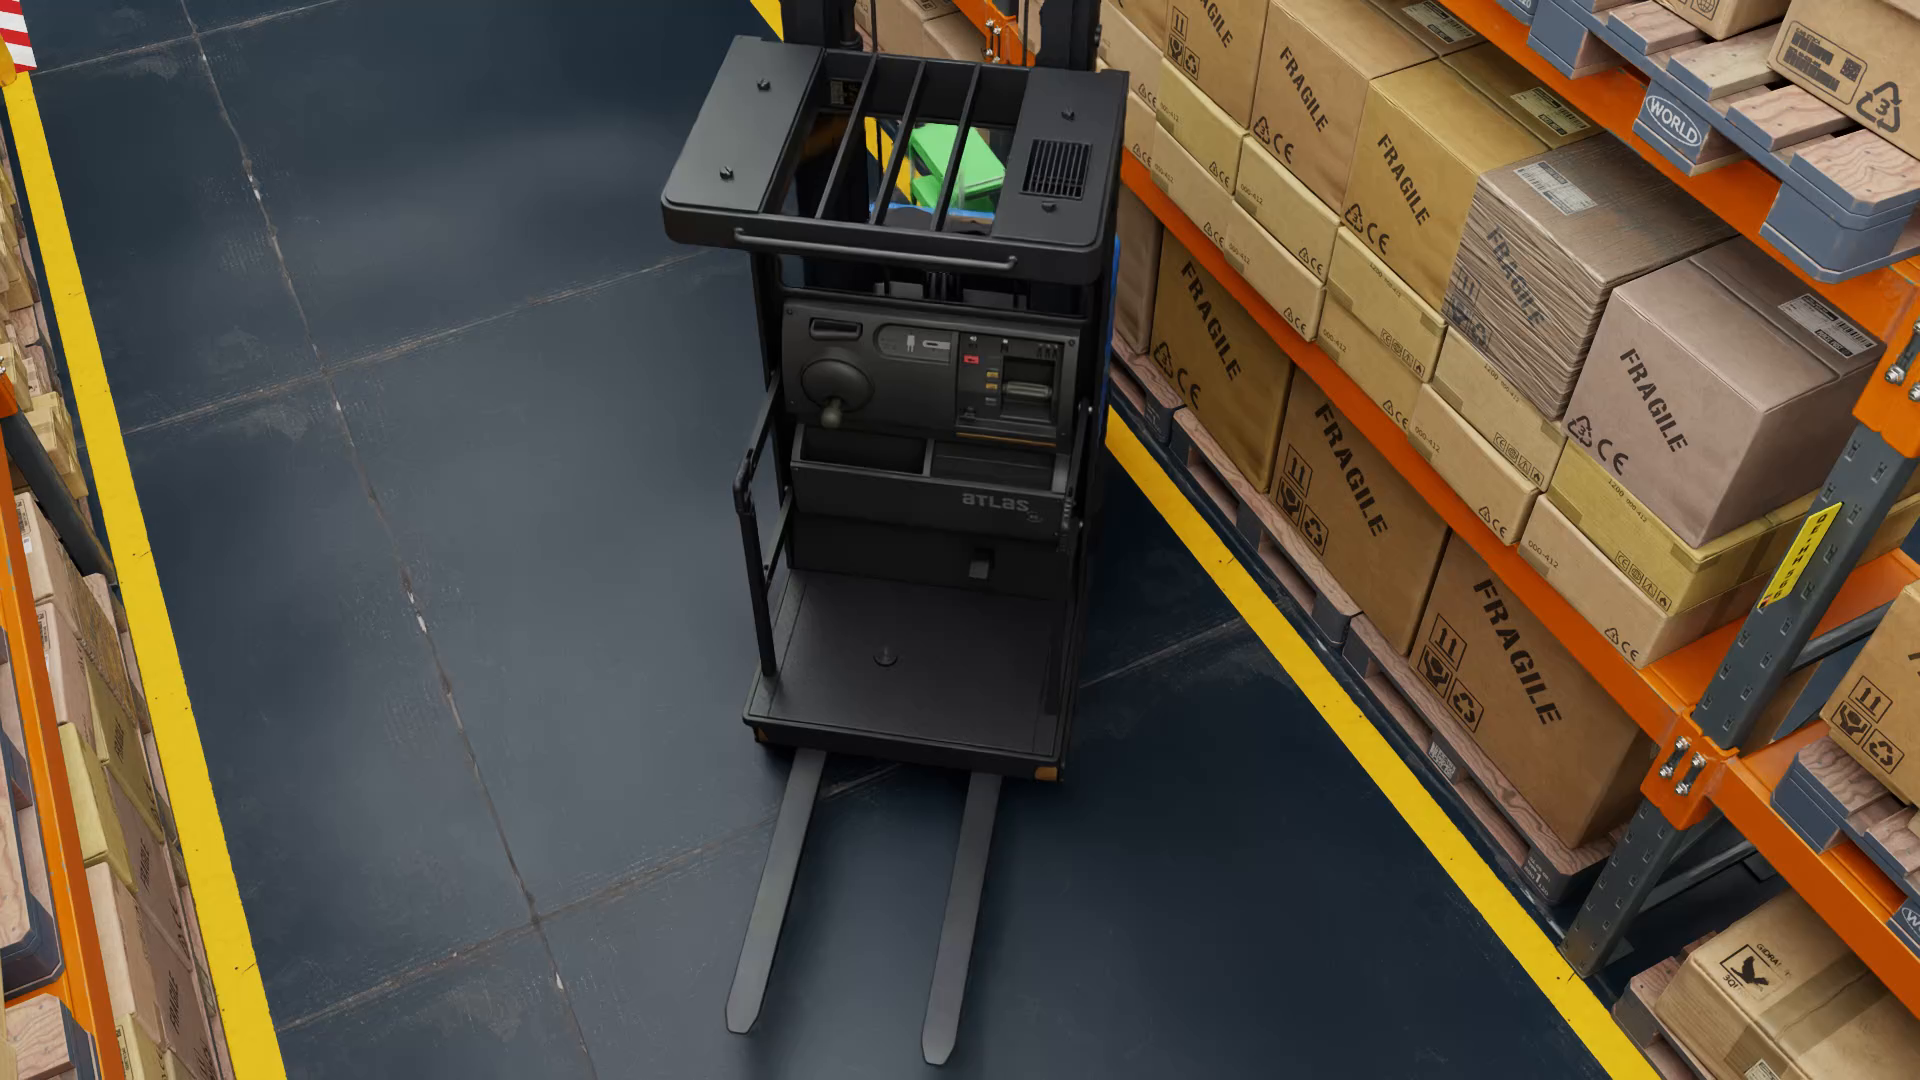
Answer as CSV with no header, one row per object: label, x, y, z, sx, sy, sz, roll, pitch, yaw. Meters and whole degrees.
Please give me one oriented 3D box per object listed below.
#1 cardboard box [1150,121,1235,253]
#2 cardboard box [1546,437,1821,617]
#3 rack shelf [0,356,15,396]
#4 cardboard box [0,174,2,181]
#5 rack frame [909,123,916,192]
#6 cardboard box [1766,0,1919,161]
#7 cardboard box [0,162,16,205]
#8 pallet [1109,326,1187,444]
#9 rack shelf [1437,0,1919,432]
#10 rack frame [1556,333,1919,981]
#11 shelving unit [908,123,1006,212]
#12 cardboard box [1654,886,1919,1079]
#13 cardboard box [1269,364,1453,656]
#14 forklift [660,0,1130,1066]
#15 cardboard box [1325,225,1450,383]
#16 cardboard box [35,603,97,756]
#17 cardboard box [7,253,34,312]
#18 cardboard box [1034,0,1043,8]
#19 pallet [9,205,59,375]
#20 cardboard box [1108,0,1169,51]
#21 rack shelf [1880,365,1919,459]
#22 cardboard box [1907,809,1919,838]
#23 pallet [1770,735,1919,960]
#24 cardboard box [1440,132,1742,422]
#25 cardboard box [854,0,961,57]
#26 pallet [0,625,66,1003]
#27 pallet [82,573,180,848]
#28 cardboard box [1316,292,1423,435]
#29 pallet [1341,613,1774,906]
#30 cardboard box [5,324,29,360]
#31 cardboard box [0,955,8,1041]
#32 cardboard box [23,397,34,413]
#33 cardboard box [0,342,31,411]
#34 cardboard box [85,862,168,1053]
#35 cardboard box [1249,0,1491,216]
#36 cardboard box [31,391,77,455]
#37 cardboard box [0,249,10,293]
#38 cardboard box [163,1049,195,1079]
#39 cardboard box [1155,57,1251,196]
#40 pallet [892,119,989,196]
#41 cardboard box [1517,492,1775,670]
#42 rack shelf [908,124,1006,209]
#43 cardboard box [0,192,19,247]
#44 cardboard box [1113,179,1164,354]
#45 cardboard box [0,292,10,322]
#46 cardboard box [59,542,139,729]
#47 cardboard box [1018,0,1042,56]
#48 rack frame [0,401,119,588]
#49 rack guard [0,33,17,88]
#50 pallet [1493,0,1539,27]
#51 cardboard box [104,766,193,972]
cardboard box,1.026,-1.321,5.904,0.500,0.250,0.500,-22,52,-18
cardboard box,1.984,-0.124,4.526,0.500,0.250,0.500,-21,52,-18
rack shelf,-4.669,-1.779,6.683,1.077,0.370,4.000,-21,52,-18
cardboard box,-4.602,-1.707,7.561,0.380,0.149,0.250,-20,52,-17
rack frame,-0.093,-1.370,7.043,0.240,1.200,0.015,-19,51,-16
cardboard box,2.125,-1.133,3.300,0.797,0.503,0.637,-24,53,-20
cardboard box,-4.609,-1.620,7.682,0.380,0.149,0.250,-23,53,-19
pallet,1.021,-1.041,7.413,1.003,0.211,1.213,-21,52,-18
rack shelf,1.516,-1.862,4.763,1.077,0.370,4.000,-21,52,-18
rack frame,2.431,0.228,4.451,1.000,3.000,0.127,-21,52,-18
shelving unit,0.006,-1.202,6.897,0.258,1.200,0.503,-19,51,-16
cardboard box,2.681,1.336,4.948,0.950,0.372,0.625,-24,53,-20
cardboard box,1.785,-0.301,6.045,0.875,0.875,0.875,-21,52,-17
forklift,-0.130,-0.412,5.055,1.130,2.935,3.031,7,49,6
cardboard box,1.493,-0.802,5.119,0.500,0.250,0.500,-22,53,-18
cardboard box,-2.965,0.521,5.078,0.500,0.250,0.500,-19,51,-16
cardboard box,-4.265,-1.085,7.214,0.380,0.149,0.250,-22,53,-18
cardboard box,0.551,-2.173,6.318,0.500,0.250,0.500,-23,53,-19
pallet,-4.655,-1.014,7.389,1.003,0.211,1.213,-21,52,-18
cardboard box,0.804,-2.087,5.745,0.500,0.500,0.500,-21,52,-18
rack shelf,3.346,0.815,2.422,1.077,0.370,4.000,-21,52,-18
cardboard box,2.514,0.654,3.965,0.380,0.149,0.250,-24,53,-20
pallet,2.852,0.731,4.138,1.213,0.211,1.003,-21,52,-18
cardboard box,1.720,-0.731,4.559,0.500,0.500,0.500,-20,52,-17
cardboard box,-0.001,-2.800,8.522,0.875,0.438,0.875,-23,53,-19
pallet,-2.866,0.753,4.119,1.003,0.211,1.213,-21,52,-18
pallet,-3.397,0.762,5.836,1.003,0.211,1.213,-21,52,-18
cardboard box,1.505,-0.651,5.319,0.500,0.250,0.500,-22,52,-18
pallet,2.138,0.592,5.985,1.003,0.211,1.213,-21,52,-18
cardboard box,-4.077,-0.710,6.886,0.380,0.149,0.250,-22,52,-18
cardboard box,-2.321,1.036,3.632,0.380,0.149,0.250,-19,51,-16
cardboard box,-3.831,-0.466,6.475,0.380,0.149,0.250,-21,52,-17
cardboard box,-3.801,-0.579,6.376,0.380,0.149,0.250,-19,51,-16
cardboard box,-2.471,1.218,4.468,0.500,0.250,0.500,-21,52,-17
cardboard box,1.274,-1.407,5.150,0.500,0.500,0.500,-22,52,-18
cardboard box,-3.757,-0.409,6.623,0.380,0.149,0.250,-20,52,-16
cardboard box,-4.144,-1.097,6.829,0.380,0.149,0.250,-20,52,-17
cardboard box,-2.254,1.788,4.467,0.500,0.500,0.500,-21,52,-17
cardboard box,1.022,-1.487,5.718,0.500,0.250,0.500,-21,52,-17
pallet,0.322,-2.067,8.311,1.003,0.211,1.213,-21,52,-18
cardboard box,1.969,0.028,4.725,0.500,0.250,0.500,-23,53,-19
rack shelf,0.006,-1.476,6.583,0.258,0.148,0.480,-19,51,-16
cardboard box,-4.350,-1.355,7.252,0.380,0.149,0.250,-21,52,-17
cardboard box,0.956,-1.501,7.095,0.875,0.875,0.875,-20,52,-16
cardboard box,-4.201,-0.990,6.933,0.380,0.149,0.250,-19,51,-16
cardboard box,-3.192,0.416,5.667,0.500,0.500,0.500,-22,52,-18
cardboard box,0.568,-2.015,6.512,0.500,0.250,0.500,-22,52,-18
rack frame,-3.754,-0.677,5.242,1.000,3.000,0.127,-21,52,-18
rack guard,-5.550,-2.480,8.480,1.175,0.500,0.348,-21,52,-18
pallet,1.575,-1.858,4.407,1.003,0.211,1.213,-19,51,-16
cardboard box,-2.726,1.105,5.065,0.500,0.500,0.500,-22,52,-18
